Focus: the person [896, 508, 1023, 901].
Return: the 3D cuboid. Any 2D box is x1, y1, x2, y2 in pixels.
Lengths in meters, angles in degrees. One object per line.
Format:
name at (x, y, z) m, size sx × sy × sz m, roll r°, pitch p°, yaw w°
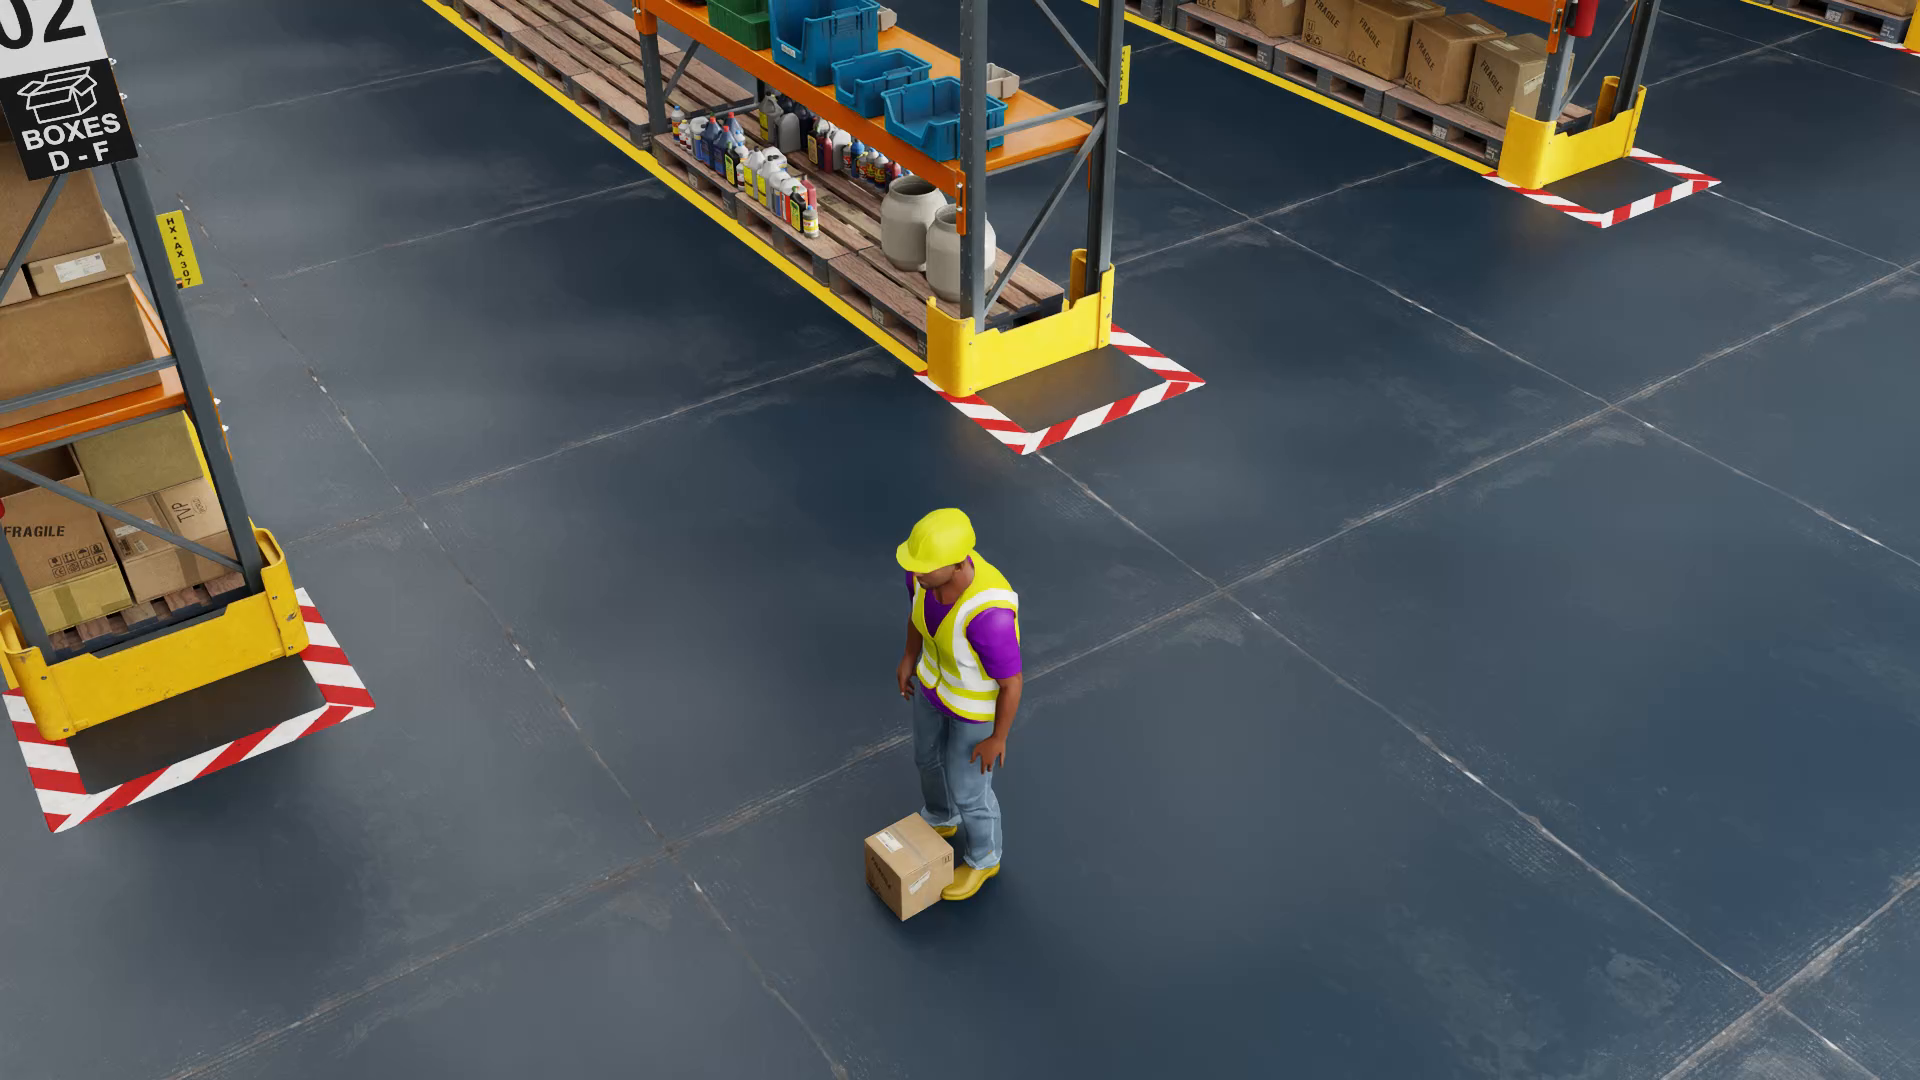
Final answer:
person at (-0.023, 0.588, 6.182) m, size 0.461 × 1.761 × 0.628 m, roll -23°, pitch 42°, yaw -28°
